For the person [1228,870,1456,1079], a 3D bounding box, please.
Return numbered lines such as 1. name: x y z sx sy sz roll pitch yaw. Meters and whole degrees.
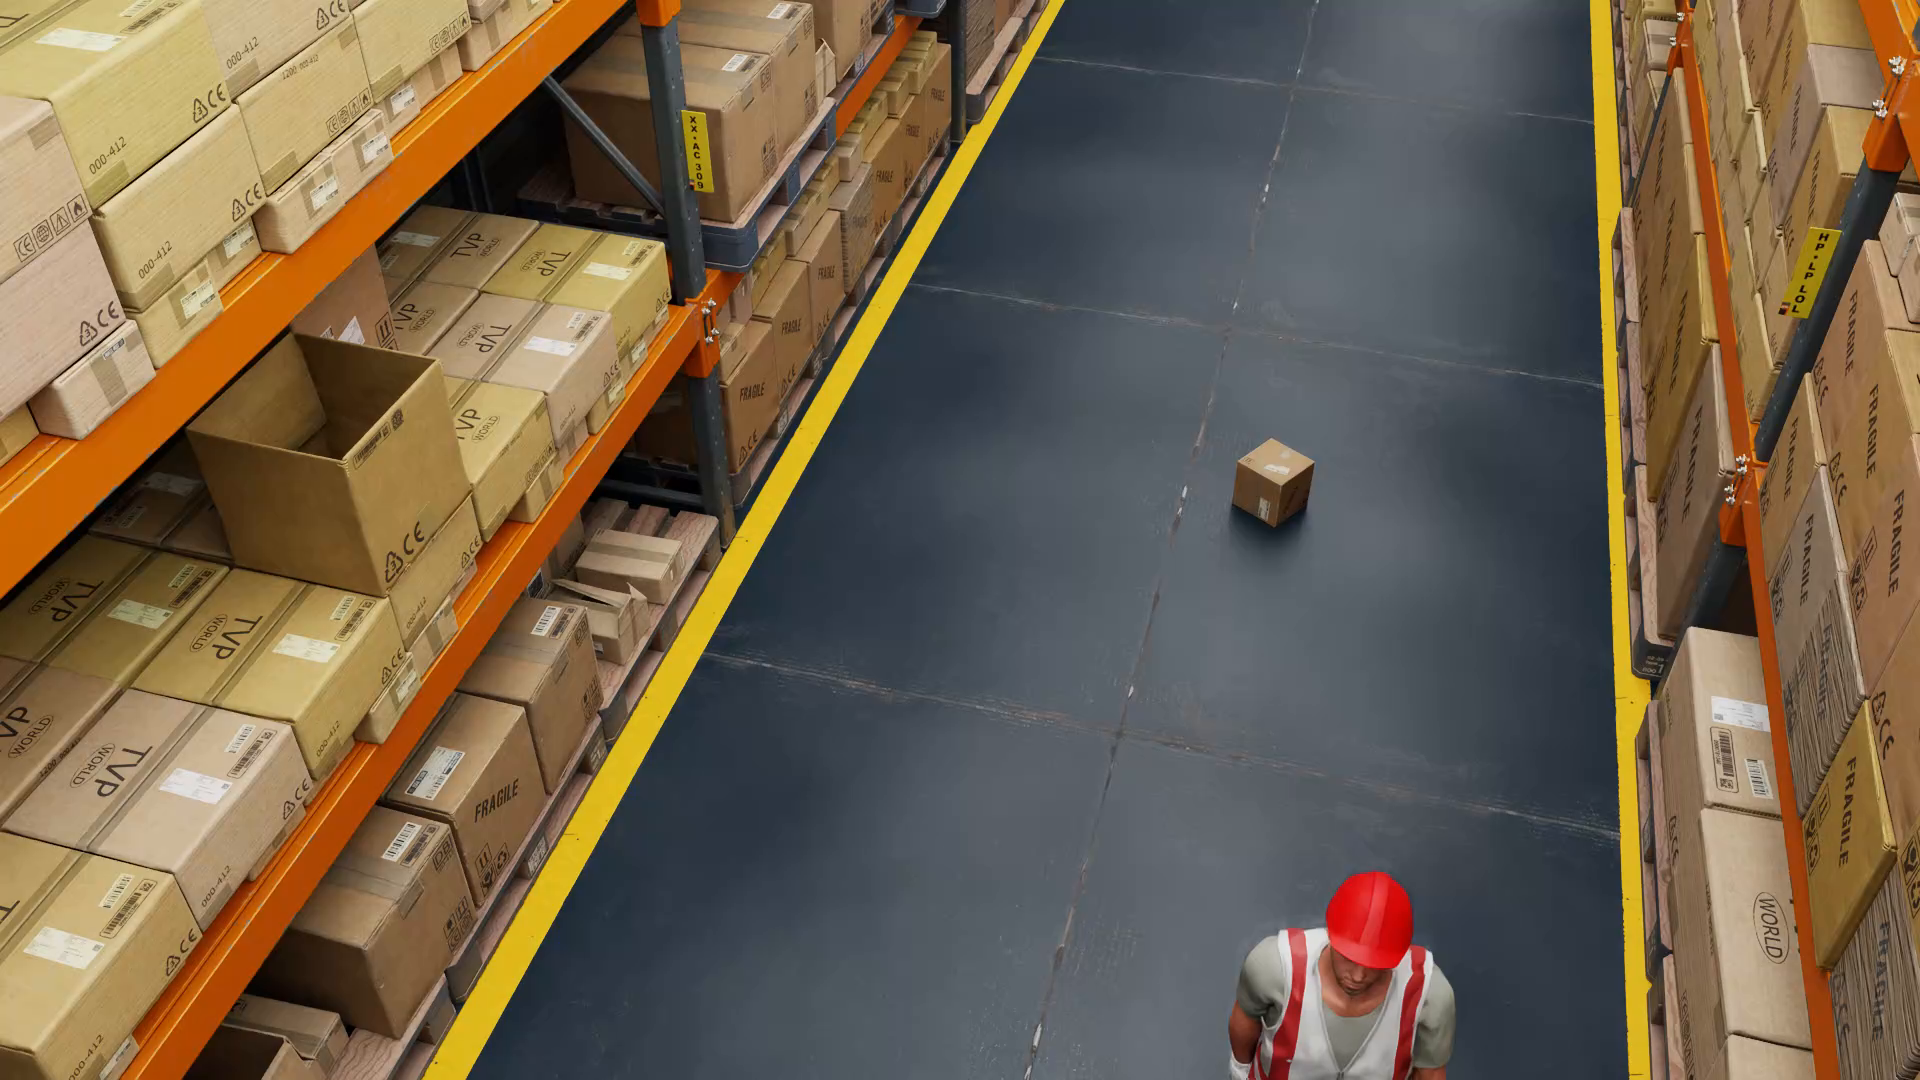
1. person: 0.950 1.566 4.305 0.539 1.796 0.794 4 41 5
